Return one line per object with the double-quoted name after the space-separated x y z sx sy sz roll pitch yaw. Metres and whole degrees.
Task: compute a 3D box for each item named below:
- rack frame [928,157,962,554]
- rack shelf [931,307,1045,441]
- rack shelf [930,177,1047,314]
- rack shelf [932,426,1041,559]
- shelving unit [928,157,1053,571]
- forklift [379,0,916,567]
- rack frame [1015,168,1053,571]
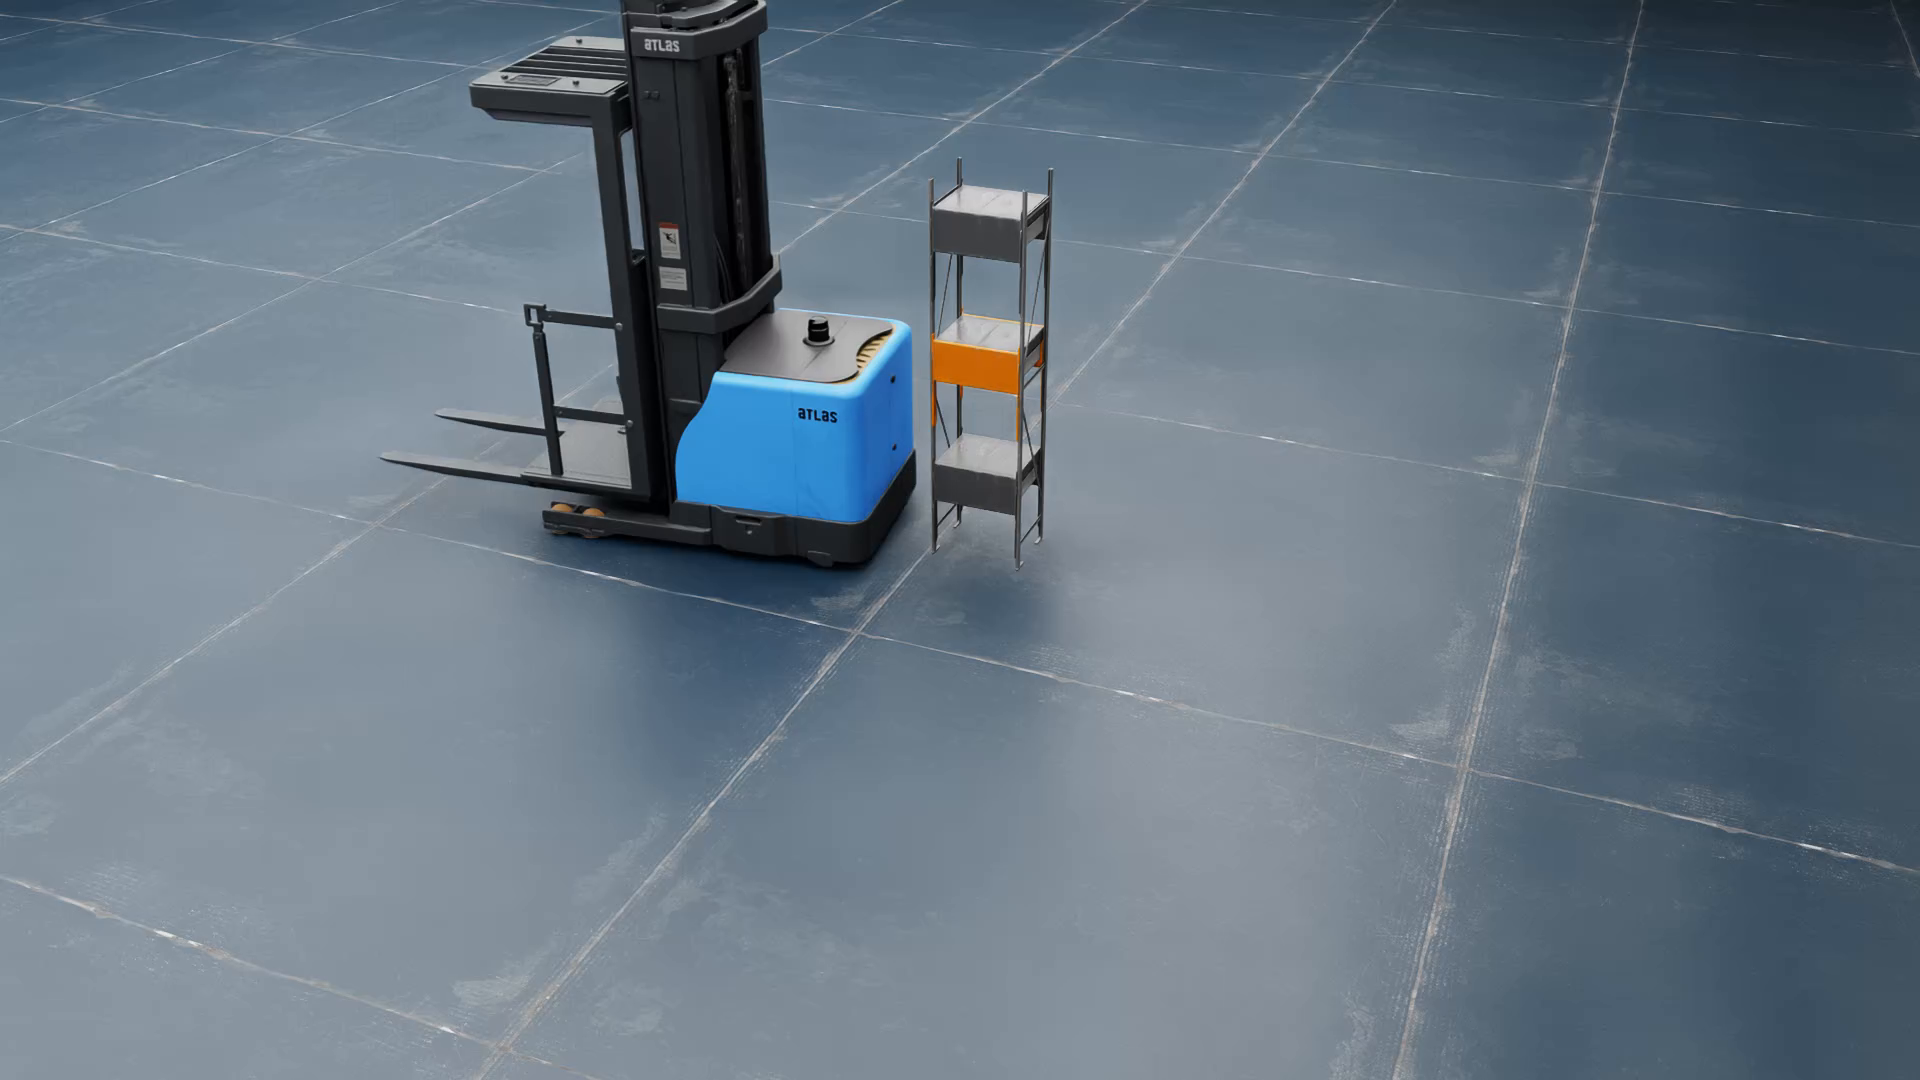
-0.073 -0.929 8.759 0.015 2.100 0.400 11 31 19 "rack frame"
0.153 -0.872 8.686 0.480 0.518 0.431 11 31 19 "rack shelf"
0.153 -1.481 8.341 0.480 0.518 0.431 11 31 19 "rack shelf"
0.153 -0.262 9.030 0.480 0.518 0.431 11 31 19 "rack shelf"
0.153 -0.883 8.679 0.503 2.100 0.431 11 31 19 "shelving unit"
-1.829 -1.523 8.967 3.031 2.935 1.130 8 30 13 "forklift"
0.379 -0.838 8.599 0.015 2.100 0.400 11 31 19 "rack frame"
